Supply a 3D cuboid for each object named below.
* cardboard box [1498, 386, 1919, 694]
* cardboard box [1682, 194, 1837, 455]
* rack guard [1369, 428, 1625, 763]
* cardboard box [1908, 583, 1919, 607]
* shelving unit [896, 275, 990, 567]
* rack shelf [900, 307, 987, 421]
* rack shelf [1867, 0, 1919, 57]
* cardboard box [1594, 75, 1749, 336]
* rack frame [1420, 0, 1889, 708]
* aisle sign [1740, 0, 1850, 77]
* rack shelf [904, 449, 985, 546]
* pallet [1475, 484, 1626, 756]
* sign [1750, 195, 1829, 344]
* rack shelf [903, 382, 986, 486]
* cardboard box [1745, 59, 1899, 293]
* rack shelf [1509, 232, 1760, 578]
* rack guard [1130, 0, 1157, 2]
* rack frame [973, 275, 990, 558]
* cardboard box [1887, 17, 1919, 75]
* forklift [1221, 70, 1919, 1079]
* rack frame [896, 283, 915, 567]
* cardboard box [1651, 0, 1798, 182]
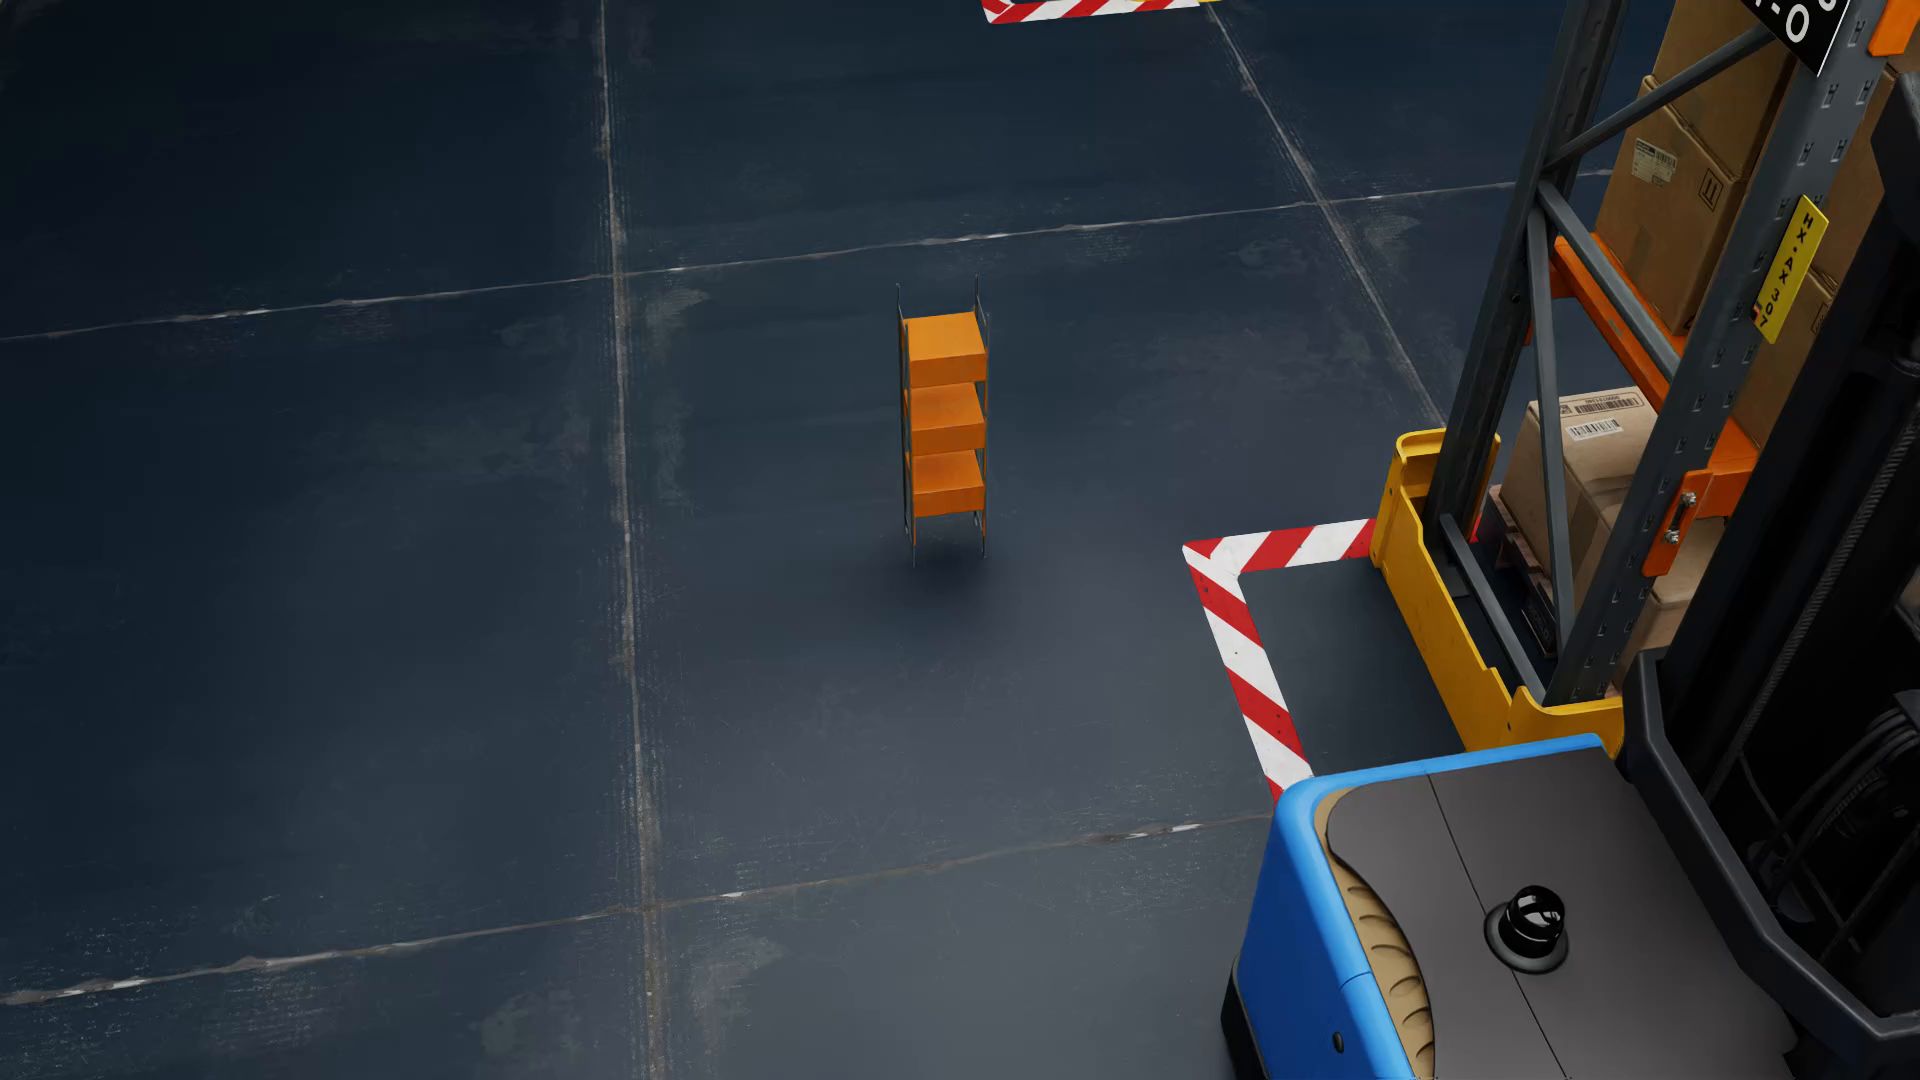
[{"bbox_3d":[2.319,-0.052,5.204,0.875,0.438,0.875,-9,47,-8],"label":"cardboard box"},{"bbox_3d":[2.208,-0.533,4.111,0.500,0.500,0.500,-7,47,-7],"label":"cardboard box"},{"bbox_3d":[1.662,0.227,5.184,0.348,0.500,1.175,-7,46,-7],"label":"rack guard"},{"bbox_3d":[3.220,-0.170,5.318,0.875,0.438,0.875,-6,46,-6],"label":"cardboard box"},{"bbox_3d":[-0.053,-0.358,5.366,0.252,1.050,0.215,-7,46,-7],"label":"shelving unit"},{"bbox_3d":[-0.053,-0.547,5.169,0.240,0.259,0.215,-7,46,-7],"label":"rack shelf"},{"bbox_3d":[3.657,-1.680,3.702,4.000,0.370,1.077,-7,46,-7],"label":"rack shelf"},{"bbox_3d":[2.116,-0.925,4.488,0.500,0.500,0.500,-7,46,-7],"label":"cardboard box"},{"bbox_3d":[1.686,-0.643,4.286,0.127,3.000,1.000,-7,46,-7],"label":"rack frame"},{"bbox_3d":[1.665,-1.330,3.143,0.004,0.787,0.394,-7,46,-7],"label":"aisle sign"},{"bbox_3d":[-0.053,-0.158,5.573,0.240,0.259,0.215,-7,46,-7],"label":"rack shelf"},{"bbox_3d":[2.461,0.171,5.439,1.213,0.211,1.003,-7,46,-7],"label":"pallet"},{"bbox_3d":[1.775,-0.576,3.566,0.005,0.325,0.100,-7,46,-7],"label":"sign"},{"bbox_3d":[-0.053,-0.350,5.373,0.240,0.259,0.215,-7,46,-7],"label":"rack shelf"},{"bbox_3d":[2.208,-0.881,3.752,0.500,0.500,0.500,-8,47,-8],"label":"cardboard box"},{"bbox_3d":[3.657,-0.639,4.782,4.000,0.370,1.077,-7,46,-7],"label":"rack shelf"},{"bbox_3d":[0.911,-3.307,8.589,0.348,0.500,1.175,-7,46,-7],"label":"rack guard"},{"bbox_3d":[0.067,-0.373,5.380,0.008,1.050,0.200,-7,46,-7],"label":"rack frame"},{"bbox_3d":[2.083,-1.097,3.509,0.250,0.149,0.380,-6,46,-6],"label":"cardboard box"},{"bbox_3d":[2.262,0.417,3.312,3.031,2.935,1.130,-8,47,-8],"label":"forklift"},{"bbox_3d":[-0.173,-0.343,5.351,0.008,1.050,0.200,-7,46,-7],"label":"rack frame"},{"bbox_3d":[2.120,-1.253,4.110,0.500,0.500,0.500,-6,46,-5],"label":"cardboard box"}]
